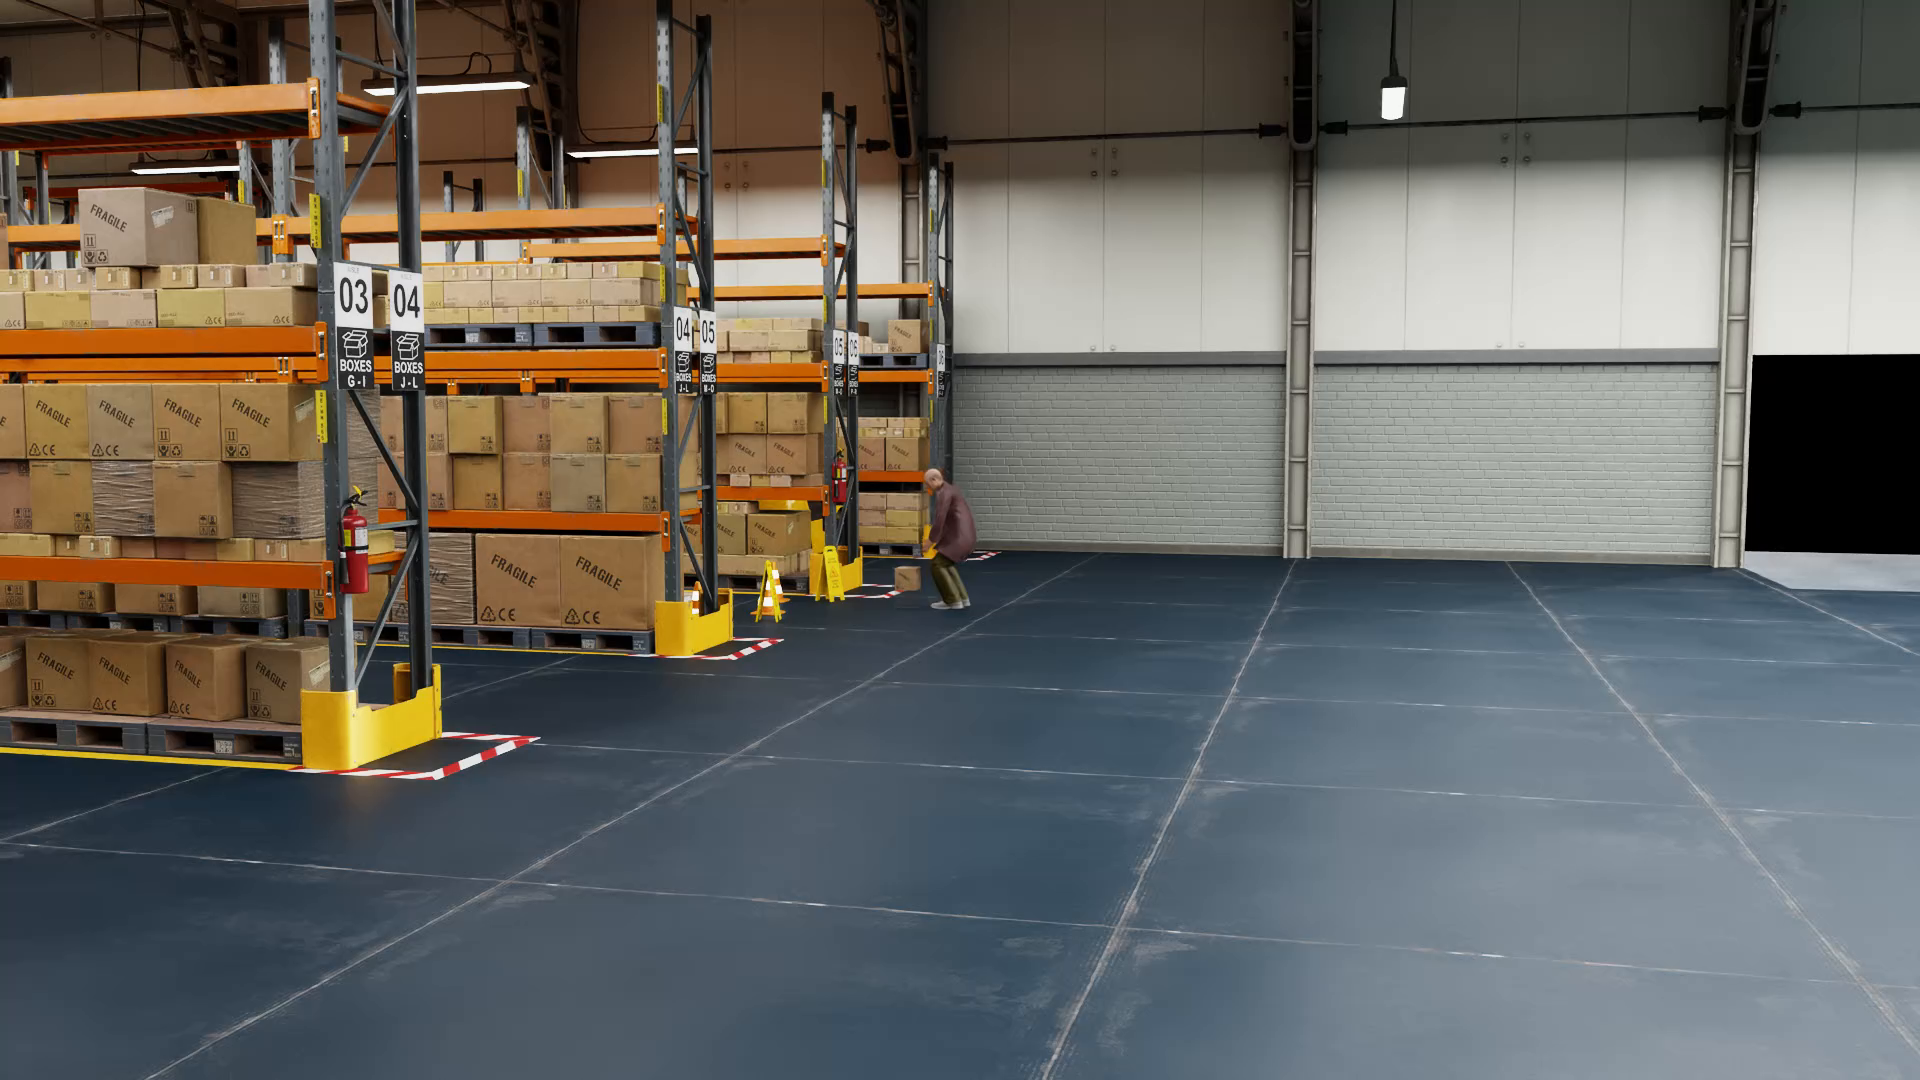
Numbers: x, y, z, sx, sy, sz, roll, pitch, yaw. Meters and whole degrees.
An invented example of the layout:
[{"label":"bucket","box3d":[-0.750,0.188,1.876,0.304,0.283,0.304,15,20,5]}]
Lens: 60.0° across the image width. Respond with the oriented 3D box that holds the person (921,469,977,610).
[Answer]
[{"label":"person","box3d":[-0.119,-0.008,18.822,0.588,1.577,0.623,1,5,14]}]
